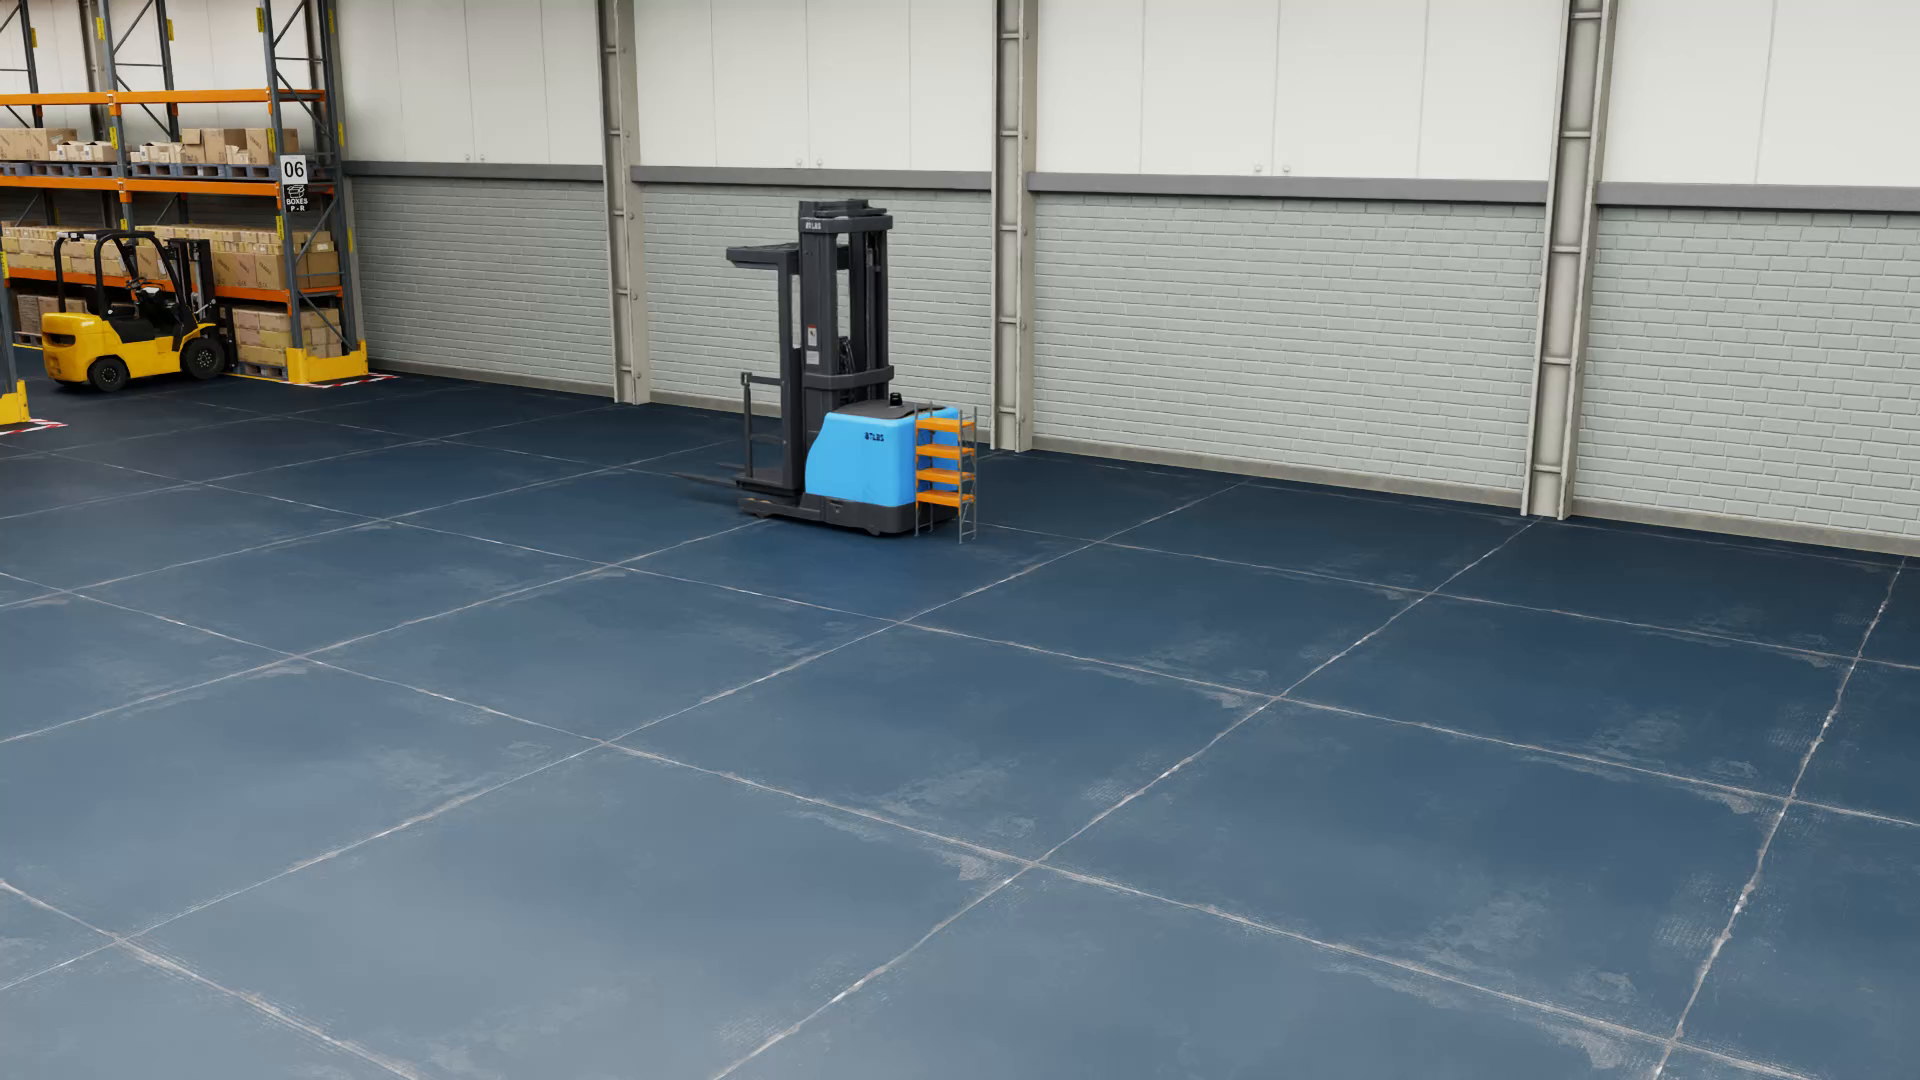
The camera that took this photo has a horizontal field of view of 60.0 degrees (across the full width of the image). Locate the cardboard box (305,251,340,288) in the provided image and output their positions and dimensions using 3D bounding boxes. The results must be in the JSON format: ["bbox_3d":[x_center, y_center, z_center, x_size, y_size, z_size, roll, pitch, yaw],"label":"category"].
[{"bbox_3d":[-9.545,-4.011,24.576,0.500,0.500,0.500,10,17,35],"label":"cardboard box"}]

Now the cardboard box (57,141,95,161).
[{"bbox_3d":[-13.982,-6.194,26.463,0.500,0.311,0.500,9,16,31],"label":"cardboard box"}]

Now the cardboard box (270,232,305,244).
[{"bbox_3d":[-9.704,-4.355,23.995,0.250,0.149,0.380,9,17,33],"label":"cardboard box"}]

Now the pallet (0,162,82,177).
[{"bbox_3d":[-15.315,-6.205,27.797,1.003,0.211,1.213,10,17,35],"label":"pallet"}]

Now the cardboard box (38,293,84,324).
[{"bbox_3d":[-14.871,-3.792,27.968,0.625,0.625,0.875,10,17,35],"label":"cardboard box"}]

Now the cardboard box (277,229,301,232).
[{"bbox_3d":[-9.874,-4.511,24.625,0.250,0.149,0.380,10,17,34],"label":"cardboard box"}]

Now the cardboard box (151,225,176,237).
[{"bbox_3d":[-12.232,-4.770,25.671,0.250,0.149,0.380,9,17,34],"label":"cardboard box"}]

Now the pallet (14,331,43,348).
[{"bbox_3d":[-15.266,-3.442,28.288,1.213,0.211,1.003,9,17,33],"label":"pallet"}]

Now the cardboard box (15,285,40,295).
[{"bbox_3d":[-16.392,-4.392,29.301,0.250,0.149,0.380,10,17,35],"label":"cardboard box"}]

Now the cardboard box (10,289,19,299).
[{"bbox_3d":[-16.479,-4.235,28.666,0.250,0.149,0.380,8,16,30],"label":"cardboard box"}]

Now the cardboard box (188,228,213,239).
[{"bbox_3d":[-11.396,-4.626,25.092,0.250,0.149,0.380,9,17,33],"label":"cardboard box"}]

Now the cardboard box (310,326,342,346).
[{"bbox_3d":[-9.564,-3.057,24.738,0.500,0.250,0.500,10,17,34],"label":"cardboard box"}]

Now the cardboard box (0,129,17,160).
[{"bbox_3d":[-15.462,-6.525,27.407,0.500,0.500,0.500,9,17,33],"label":"cardboard box"}]

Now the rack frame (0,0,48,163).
[{"bbox_3d":[-15.928,-7.826,27.709,0.127,3.000,1.000,9,17,33],"label":"rack frame"}]

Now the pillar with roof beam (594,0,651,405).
[{"bbox_3d":[-6.788,-5.363,17.760,0.400,9.000,9.100,9,17,33],"label":"pillar with roof beam"}]

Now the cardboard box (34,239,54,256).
[{"bbox_3d":[-14.857,-4.834,27.381,0.500,0.250,0.500,9,16,31],"label":"cardboard box"}]

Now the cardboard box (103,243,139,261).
[{"bbox_3d":[-13.159,-4.562,26.281,0.500,0.250,0.500,9,16,32],"label":"cardboard box"}]

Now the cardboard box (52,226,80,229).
[{"bbox_3d":[-15.084,-5.214,28.086,0.250,0.149,0.380,9,17,33],"label":"cardboard box"}]

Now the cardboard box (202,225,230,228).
[{"bbox_3d":[-11.520,-4.807,25.821,0.250,0.149,0.380,9,16,32],"label":"cardboard box"}]

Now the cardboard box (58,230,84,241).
[{"bbox_3d":[-14.356,-4.928,26.929,0.250,0.149,0.380,9,16,31],"label":"cardboard box"}]

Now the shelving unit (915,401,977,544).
[{"bbox_3d":[-0.125,-0.601,14.755,0.503,1.200,0.258,10,17,35],"label":"shelving unit"}]

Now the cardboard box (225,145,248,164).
[{"bbox_3d":[-10.357,-5.569,24.031,0.258,0.266,0.396,9,17,33],"label":"cardboard box"}]

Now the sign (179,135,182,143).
[{"bbox_3d":[-12.300,-6.234,26.279,0.005,0.325,0.100,9,17,33],"label":"sign"}]

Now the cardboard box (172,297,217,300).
[{"bbox_3d":[-12.092,-3.704,26.312,0.500,0.250,0.500,10,17,34],"label":"cardboard box"}]

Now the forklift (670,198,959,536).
[{"bbox_3d":[-1.479,-1.721,15.677,3.031,2.935,1.130,10,17,35],"label":"forklift"}]

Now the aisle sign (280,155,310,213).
[{"bbox_3d":[-9.399,-5.035,23.512,0.004,0.787,0.394,9,17,33],"label":"aisle sign"}]

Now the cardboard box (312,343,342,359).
[{"bbox_3d":[-9.588,-2.815,24.800,0.500,0.250,0.500,9,17,33],"label":"cardboard box"}]

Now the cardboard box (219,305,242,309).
[{"bbox_3d":[-11.113,-3.397,25.072,0.500,0.250,0.500,9,16,32],"label":"cardboard box"}]

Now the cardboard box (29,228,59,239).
[{"bbox_3d":[-15.154,-5.078,27.537,0.250,0.149,0.380,9,17,33],"label":"cardboard box"}]

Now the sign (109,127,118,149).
[{"bbox_3d":[-12.903,-6.127,25.360,0.005,0.325,0.100,9,17,33],"label":"sign"}]

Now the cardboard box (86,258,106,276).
[{"bbox_3d":[-13.593,-4.386,26.611,0.500,0.250,0.500,9,17,32],"label":"cardboard box"}]

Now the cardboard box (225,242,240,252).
[{"bbox_3d":[-10.591,-4.332,24.523,0.250,0.149,0.380,9,16,31],"label":"cardboard box"}]

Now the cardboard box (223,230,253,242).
[{"bbox_3d":[-10.602,-4.472,24.470,0.250,0.149,0.380,10,17,34],"label":"cardboard box"}]

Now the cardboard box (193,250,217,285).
[{"bbox_3d":[-11.118,-4.108,24.969,0.500,0.500,0.500,9,17,33],"label":"cardboard box"}]

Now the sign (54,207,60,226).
[{"bbox_3d":[-15.621,-5.587,28.740,0.005,0.325,0.100,9,17,33],"label":"sign"}]

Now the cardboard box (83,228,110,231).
[{"bbox_3d":[-14.260,-5.072,27.511,0.250,0.149,0.380,10,17,34],"label":"cardboard box"}]

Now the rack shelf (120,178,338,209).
[{"bbox_3d":[-10.949,-5.216,24.906,4.000,0.370,1.077,9,17,33],"label":"rack shelf"}]

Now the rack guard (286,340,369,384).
[{"bbox_3d":[-9.269,-2.624,24.384,0.348,0.500,1.175,9,17,33],"label":"rack guard"}]

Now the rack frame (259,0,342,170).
[{"bbox_3d":[-9.289,-6.753,23.375,0.127,3.000,1.000,9,17,33],"label":"rack frame"}]

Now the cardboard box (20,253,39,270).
[{"bbox_3d":[-15.281,-4.664,27.735,0.500,0.250,0.500,9,16,32],"label":"cardboard box"}]

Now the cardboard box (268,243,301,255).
[{"bbox_3d":[-9.733,-4.195,23.968,0.250,0.149,0.380,9,17,34],"label":"cardboard box"}]

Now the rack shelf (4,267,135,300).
[{"bbox_3d":[-14.268,-4.296,27.433,4.000,0.370,1.077,9,17,33],"label":"rack shelf"}]

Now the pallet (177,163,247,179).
[{"bbox_3d":[-10.878,-5.517,24.811,1.213,0.211,1.003,9,17,33],"label":"pallet"}]

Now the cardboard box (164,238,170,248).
[{"bbox_3d":[-11.880,-4.534,25.337,0.250,0.149,0.380,10,17,34],"label":"cardboard box"}]

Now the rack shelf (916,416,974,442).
[{"bbox_3d":[-0.125,-0.983,14.661,0.480,0.148,0.258,10,17,35],"label":"rack shelf"}]

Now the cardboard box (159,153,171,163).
[{"bbox_3d":[-11.768,-5.740,24.966,0.250,0.149,0.380,10,17,34],"label":"cardboard box"}]

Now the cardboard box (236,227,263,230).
[{"bbox_3d":[-10.716,-4.649,25.185,0.250,0.149,0.380,9,17,33],"label":"cardboard box"}]

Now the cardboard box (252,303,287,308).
[{"bbox_3d":[-10.408,-3.433,25.216,0.500,0.250,0.500,9,17,32],"label":"cardboard box"}]

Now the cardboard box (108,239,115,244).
[{"bbox_3d":[-13.240,-4.773,26.305,0.250,0.149,0.380,9,16,32],"label":"cardboard box"}]
